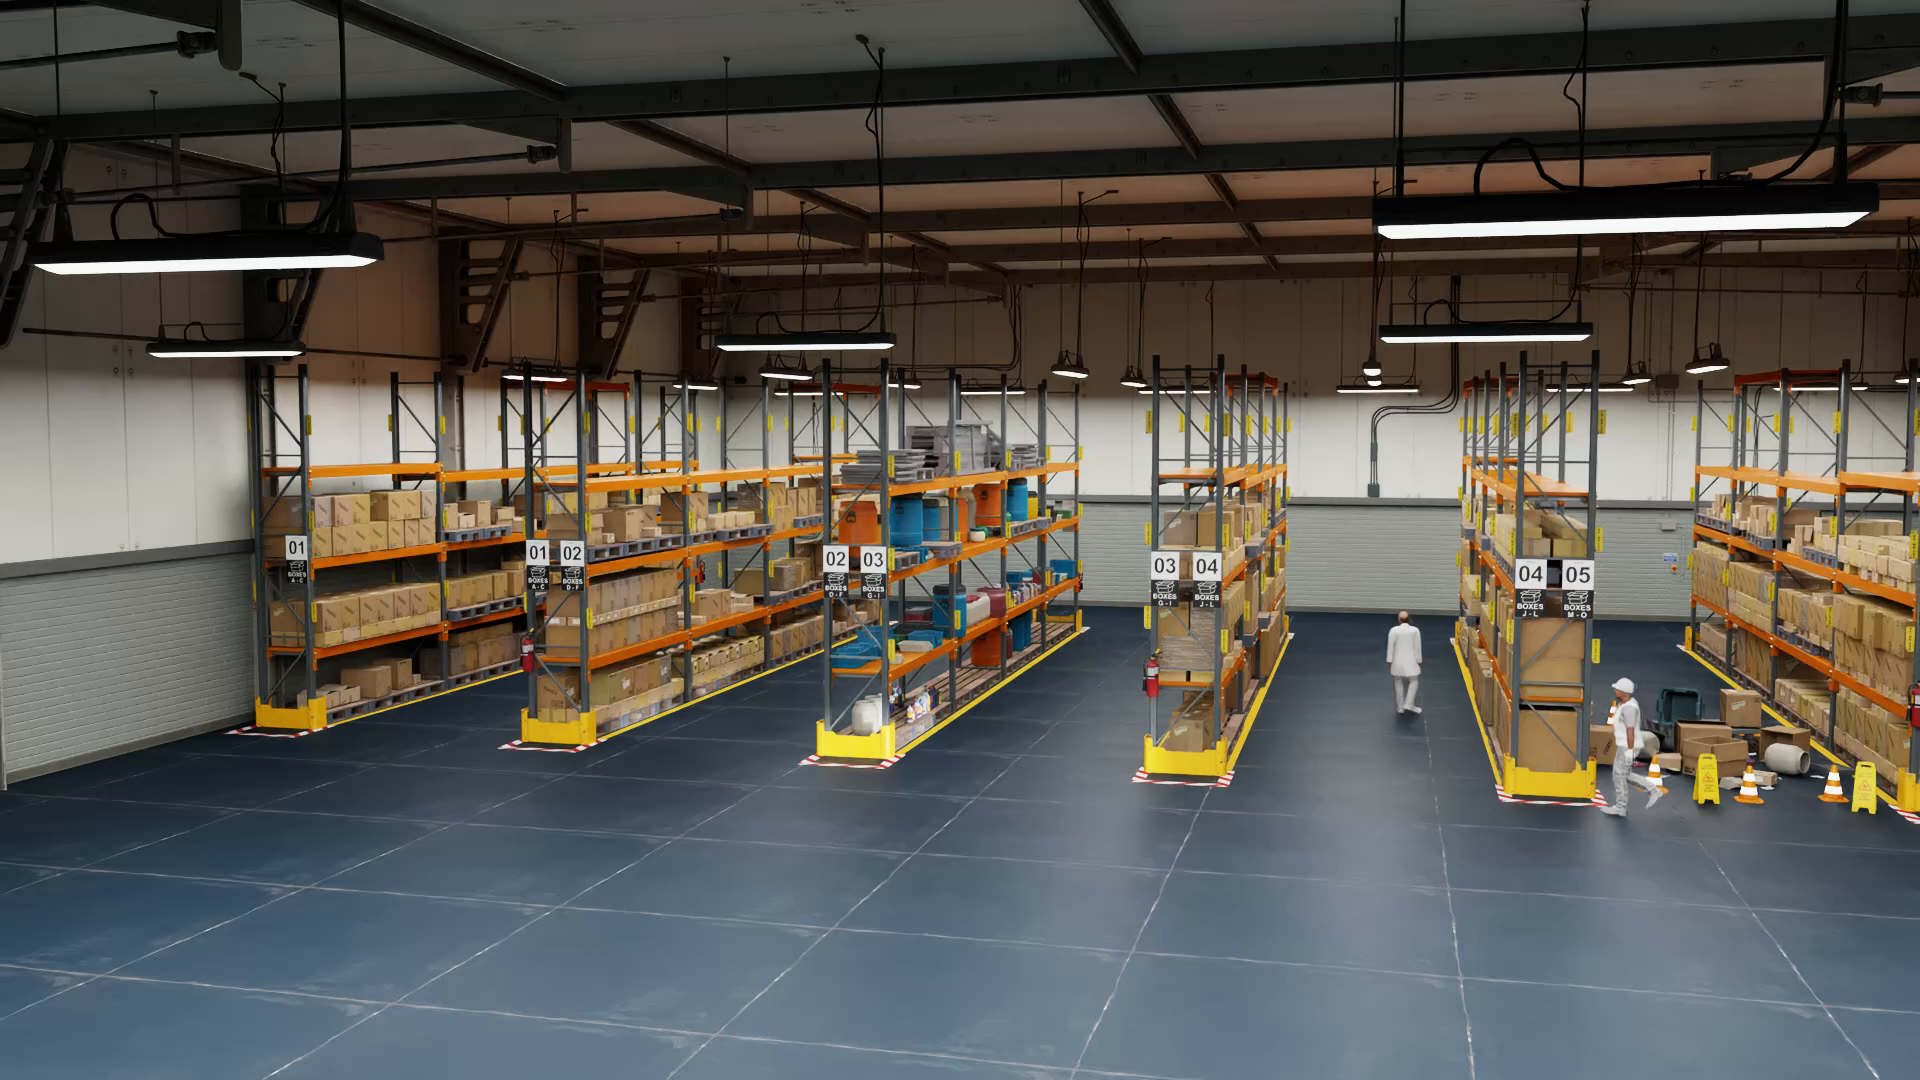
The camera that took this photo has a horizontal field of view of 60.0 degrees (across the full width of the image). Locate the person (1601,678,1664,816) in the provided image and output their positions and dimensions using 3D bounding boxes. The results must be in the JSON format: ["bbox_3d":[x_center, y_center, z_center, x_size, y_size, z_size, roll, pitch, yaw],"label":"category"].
[{"bbox_3d":[8.618,2.646,21.269,0.758,1.770,0.562,1,4,19],"label":"person"}]

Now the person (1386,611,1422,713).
[{"bbox_3d":[7.718,2.128,28.893,0.614,1.775,0.613,1,4,13],"label":"person"}]

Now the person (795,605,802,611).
[{"bbox_3d":[-4.200,1.286,41.525,0.570,1.721,0.502,3,5,41],"label":"person"}]

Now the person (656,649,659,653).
[{"bbox_3d":[-6.184,1.912,33.718,0.404,1.510,0.964,0,4,4],"label":"person"}]
